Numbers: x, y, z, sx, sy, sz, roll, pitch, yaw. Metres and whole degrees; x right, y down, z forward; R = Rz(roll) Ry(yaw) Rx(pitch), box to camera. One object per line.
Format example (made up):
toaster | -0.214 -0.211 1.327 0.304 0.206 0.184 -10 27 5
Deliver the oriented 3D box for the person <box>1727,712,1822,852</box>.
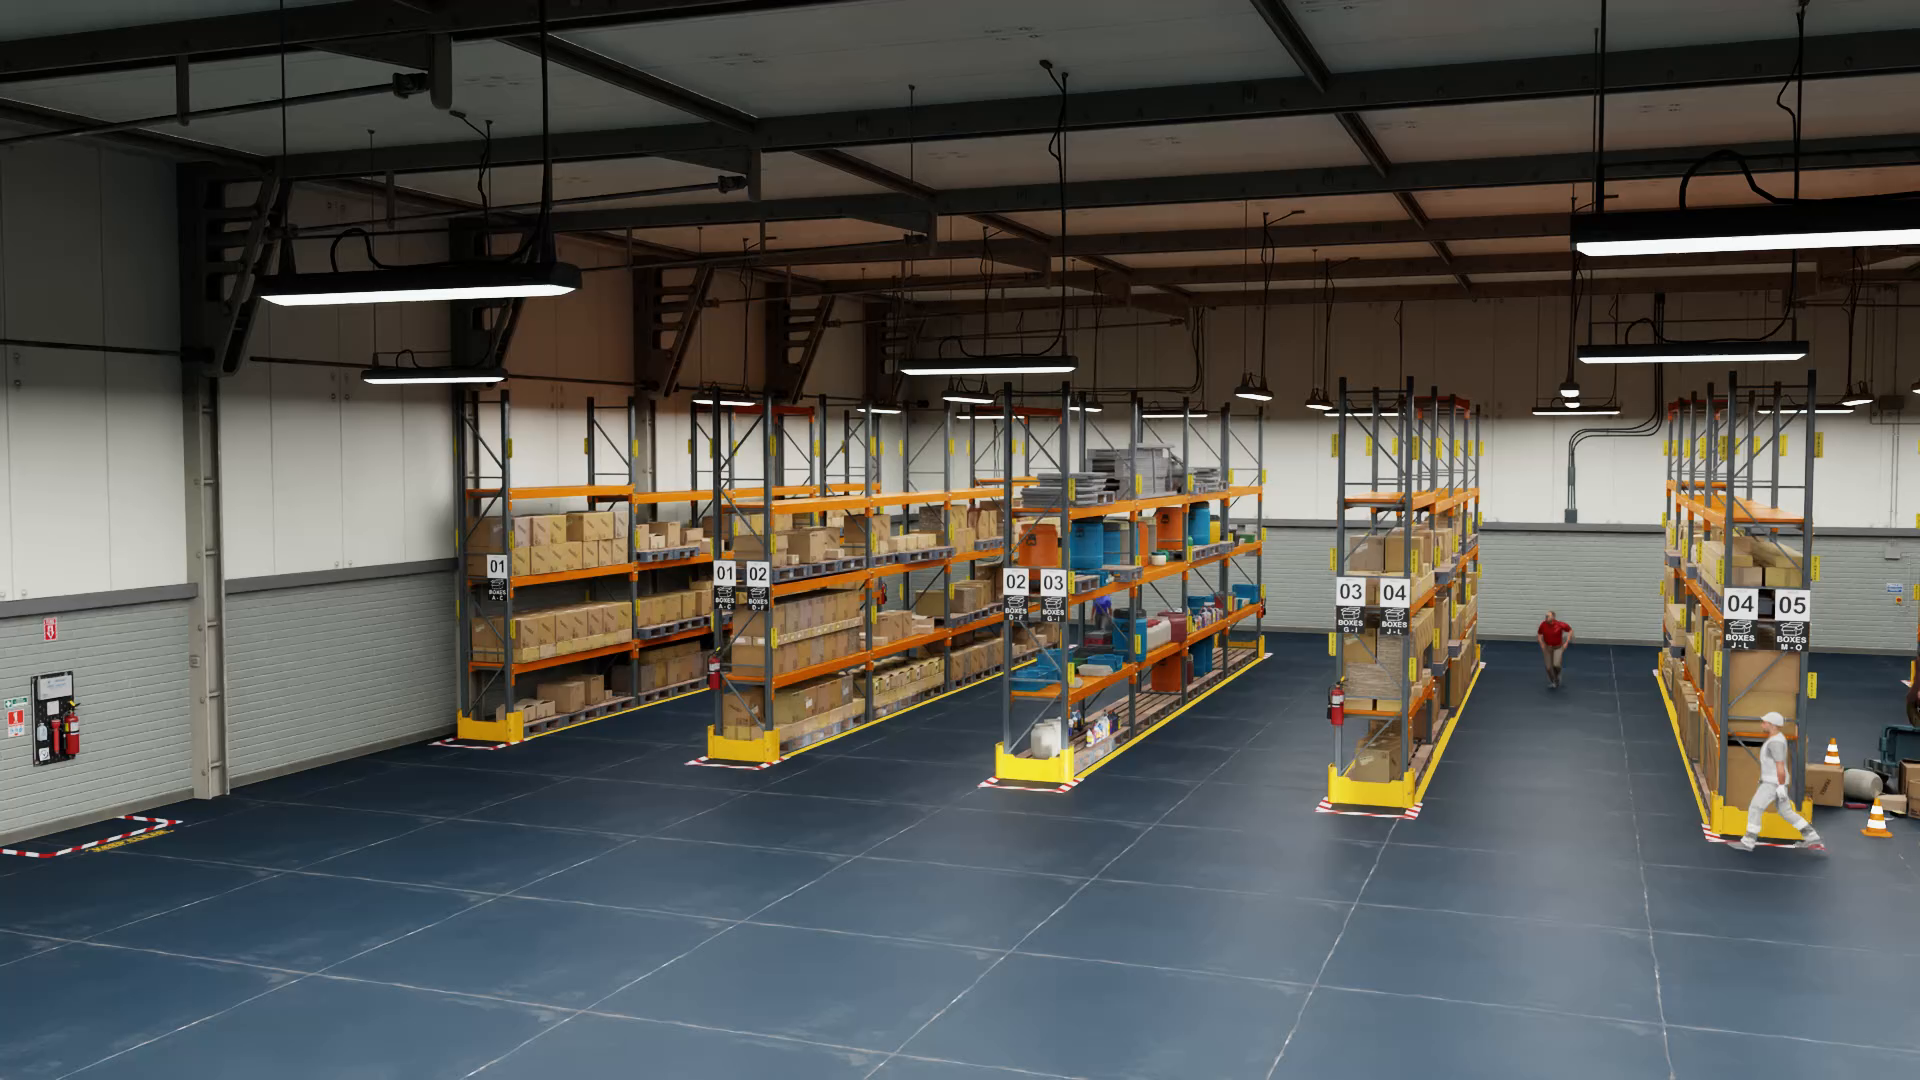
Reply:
person | 10.069 2.995 20.523 1.067 1.746 0.535 1 3 22

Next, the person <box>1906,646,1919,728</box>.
person | 16.404 2.563 28.168 0.581 1.787 0.579 0 3 2

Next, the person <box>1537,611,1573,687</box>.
person | 12.430 2.277 34.715 0.717 1.636 0.705 2 4 29

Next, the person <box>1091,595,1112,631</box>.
person | 3.514 1.916 41.157 0.473 1.593 1.045 1 3 20
